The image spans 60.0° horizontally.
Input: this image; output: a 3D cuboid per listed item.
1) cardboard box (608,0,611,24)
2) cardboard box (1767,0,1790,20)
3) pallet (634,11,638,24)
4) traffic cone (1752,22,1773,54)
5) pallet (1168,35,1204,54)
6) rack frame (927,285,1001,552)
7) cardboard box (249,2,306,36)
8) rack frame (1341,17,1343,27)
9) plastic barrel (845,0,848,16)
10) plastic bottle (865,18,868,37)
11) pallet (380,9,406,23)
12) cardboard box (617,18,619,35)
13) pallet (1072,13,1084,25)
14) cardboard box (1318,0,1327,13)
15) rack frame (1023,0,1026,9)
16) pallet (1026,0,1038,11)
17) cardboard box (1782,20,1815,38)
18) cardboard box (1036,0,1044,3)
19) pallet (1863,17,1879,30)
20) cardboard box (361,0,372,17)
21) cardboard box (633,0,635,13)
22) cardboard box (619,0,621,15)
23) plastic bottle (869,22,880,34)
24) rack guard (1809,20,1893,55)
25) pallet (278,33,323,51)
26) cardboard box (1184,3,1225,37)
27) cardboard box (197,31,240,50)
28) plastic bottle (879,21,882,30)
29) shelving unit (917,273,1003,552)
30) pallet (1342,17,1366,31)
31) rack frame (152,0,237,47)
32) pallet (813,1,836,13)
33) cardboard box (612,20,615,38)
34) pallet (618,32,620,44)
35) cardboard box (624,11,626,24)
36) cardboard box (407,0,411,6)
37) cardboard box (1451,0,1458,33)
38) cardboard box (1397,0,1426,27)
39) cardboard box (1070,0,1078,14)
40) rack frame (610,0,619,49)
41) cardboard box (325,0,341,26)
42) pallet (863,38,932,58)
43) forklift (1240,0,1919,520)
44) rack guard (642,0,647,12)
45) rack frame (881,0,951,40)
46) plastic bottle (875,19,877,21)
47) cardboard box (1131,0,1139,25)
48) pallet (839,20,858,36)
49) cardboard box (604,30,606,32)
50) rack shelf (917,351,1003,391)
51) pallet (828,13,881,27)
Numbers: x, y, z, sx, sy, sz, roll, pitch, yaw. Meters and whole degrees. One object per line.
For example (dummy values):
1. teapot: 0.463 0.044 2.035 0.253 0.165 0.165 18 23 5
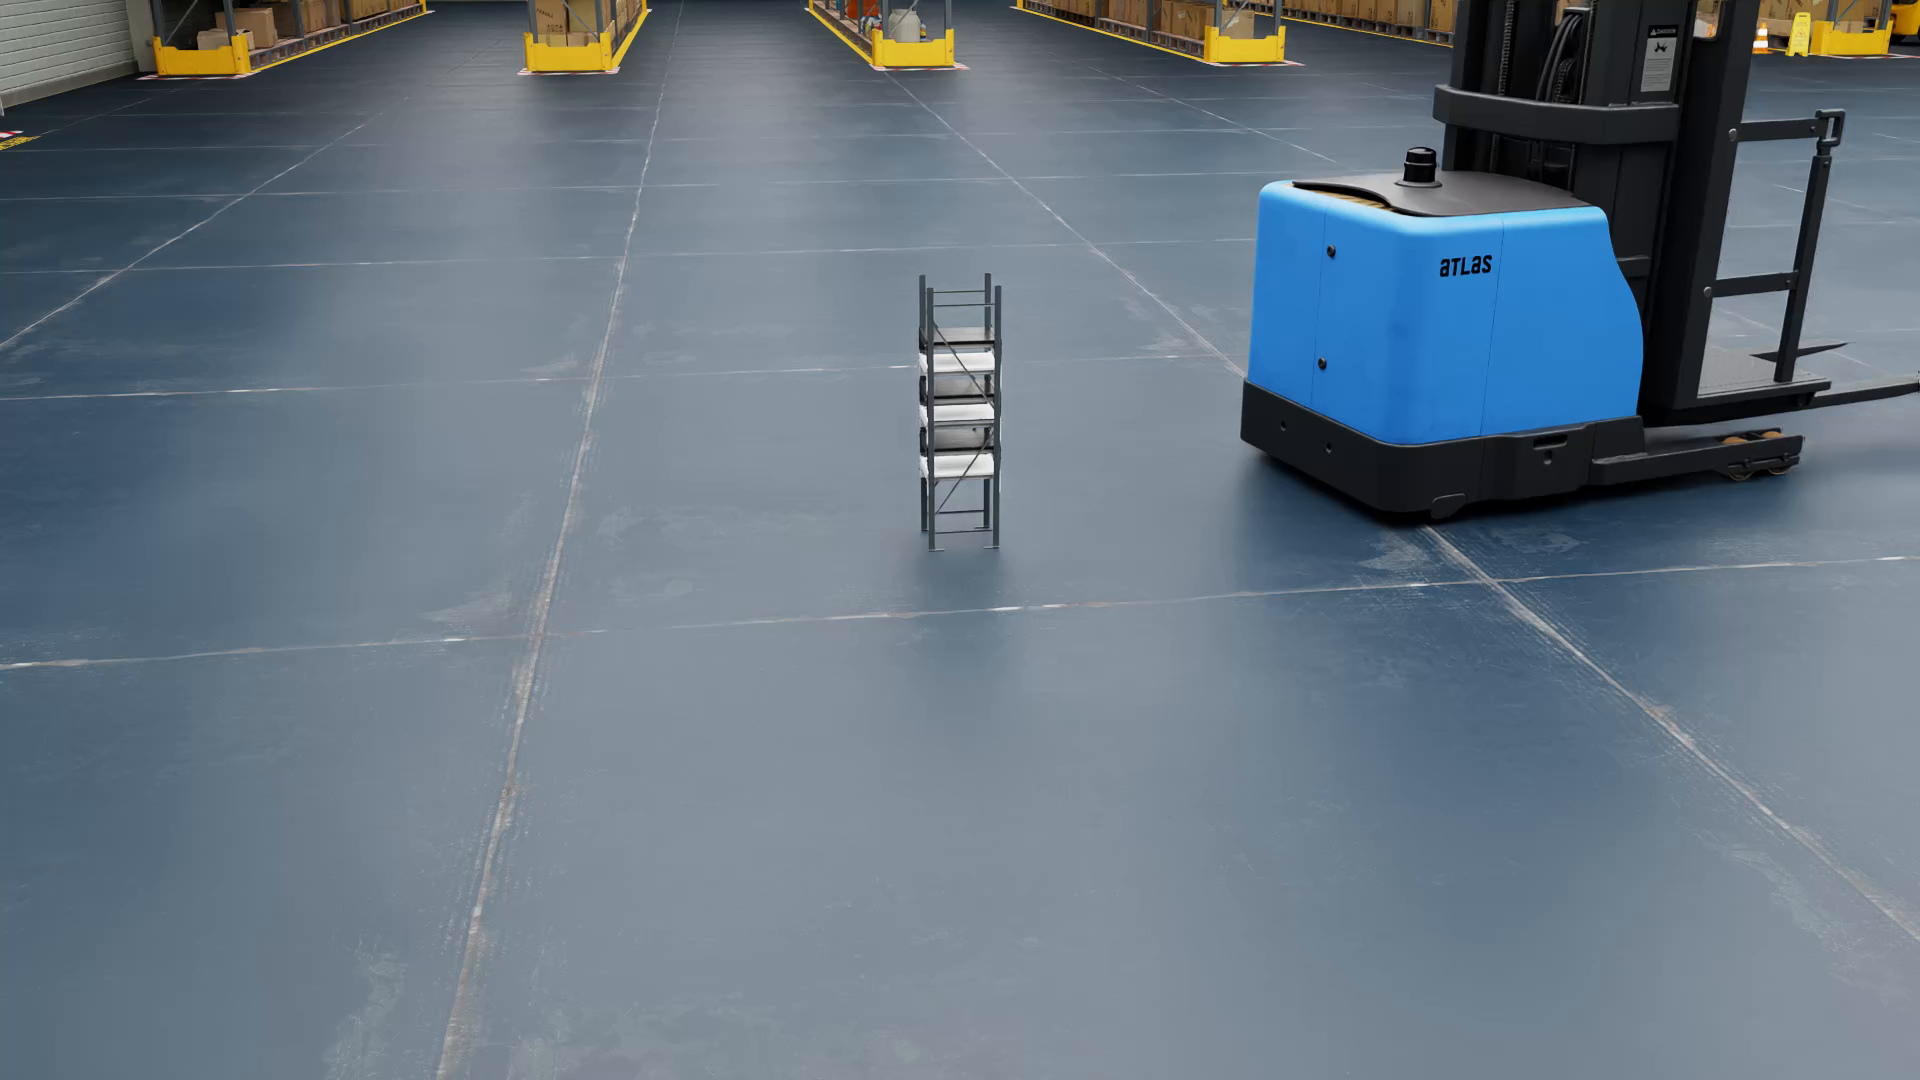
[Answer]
1. cardboard box: -5.688 -8.232 25.727 0.500 0.500 0.500 -3 21 -8
2. cardboard box: 13.627 -8.786 27.211 0.500 0.500 0.500 -2 21 -6
3. pallet: -7.106 -10.652 33.934 1.003 0.211 1.213 -3 21 -8
4. traffic cone: 12.740 -7.977 26.412 0.336 0.463 0.334 -3 21 -8
5. pallet: 4.007 -8.006 26.850 1.003 0.211 1.213 -3 21 -8
6. rack frame: 0.013 -0.389 5.472 0.240 0.900 0.006 -3 21 -8
7. cardboard box: -11.132 -8.506 27.147 0.700 0.500 0.500 -2 21 -6
8. rack frame: 8.042 -11.567 32.397 1.000 3.000 0.127 -3 21 -8
9. plastic barrel: -2.039 -10.492 32.477 0.421 0.512 0.421 0 20 0
10. plastic bottle: -1.490 -8.225 26.705 0.061 0.283 0.133 -2 21 -5
11. pallet: -12.195 -10.948 34.726 1.003 0.211 1.213 -3 21 -8
12. cardboard box: -5.921 -8.529 27.594 0.500 0.250 0.500 -3 21 -9
13. pallet: 2.907 -10.743 34.179 1.003 0.211 1.213 -3 21 -8
14. cardboard box: 7.617 -10.987 33.818 0.500 0.500 0.500 -2 21 -6
15. rack frame: 1.966 -14.121 39.237 1.000 3.000 0.127 -3 21 -8
16. pallet: 2.159 -12.542 38.995 1.003 0.211 1.213 -3 21 -8
17. cardboard box: 13.693 -8.265 26.886 0.500 0.250 0.500 -3 21 -8
18. cardboard box: 2.268 -12.790 38.110 0.875 0.875 0.875 -3 21 -8
19. pallet: 18.090 -10.088 32.424 1.003 0.211 1.213 -3 21 -8
20. cardboard box: -11.682 -10.356 31.630 0.750 0.750 0.750 -3 21 -8
21. cardboard box: -6.771 -10.771 33.212 0.500 0.500 0.500 -3 21 -7
22. cardboard box: -6.064 -9.148 28.450 0.500 0.311 0.500 -4 21 -10
23. plastic bottle: -1.337 -7.964 26.017 0.152 0.276 0.135 -3 21 -7
24. rack guard: 14.068 -7.937 26.251 1.175 0.500 0.348 -3 21 -8
25. pallet: -11.123 -8.180 27.316 1.003 0.211 1.213 -3 21 -8
26. cardboard box: 3.971 -8.443 27.006 0.500 0.500 0.500 -5 21 -13
27. cardboard box: -10.443 -7.023 23.446 0.500 0.311 0.500 -5 21 -14
28. plastic bottle: -1.231 -7.973 26.030 0.061 0.283 0.133 -3 21 -8
29. shelving unit: -0.001 -0.424 5.566 0.258 0.900 0.210 -3 21 -8
30. pallet: 8.081 -9.983 32.144 1.003 0.211 1.213 -3 21 -8
31. rack frame: -10.433 -7.832 22.399 1.000 3.000 0.127 -3 21 -8
32. pallet: -2.855 -12.278 38.287 1.003 0.211 1.213 -3 21 -8
33. cardboard box: -5.825 -8.227 26.786 0.500 0.250 0.500 -3 21 -8
34. pallet: -6.253 -8.415 27.945 1.003 0.211 1.213 -3 21 -8
35. cardboard box: -6.289 -9.414 29.963 0.500 0.250 0.500 -3 21 -8
36. cardboard box: -12.467 -11.987 36.495 0.700 0.500 0.500 -3 21 -8
37. cardboard box: 8.774 -8.850 27.560 0.875 0.875 0.875 -3 21 -7
38. cardboard box: 8.440 -9.535 29.573 1.050 0.750 0.750 -3 21 -8
39. cardboard box: 2.919 -11.102 33.590 1.225 0.875 0.875 -3 21 -8
40. rack frame: -6.108 -9.468 26.779 1.000 3.000 0.127 -3 21 -8
41. cardboard box: -11.430 -9.390 29.515 0.700 0.500 0.500 -3 21 -7
42. pallet: -0.971 -7.752 26.171 1.003 0.211 1.213 -3 21 -8
43. forklift: 2.679 -1.759 6.236 3.031 2.935 1.130 -8 22 -21
44. rack guard: -7.827 -12.426 38.270 1.175 0.500 0.348 -3 21 -8
45. rack frame: -0.629 -8.332 23.736 1.000 3.000 0.127 -3 21 -8
46. plastic bottle: -1.359 -8.300 26.922 0.097 0.271 0.097 0 20 0
47. cardboard box: 3.497 -9.575 30.009 0.700 0.500 0.500 -5 21 -12
48. pallet: -1.709 -9.525 30.917 1.003 0.211 1.213 -3 21 -8
49. cardboard box: -5.464 -7.362 24.469 0.500 0.250 0.500 -3 21 -8
50. rack shelf: -0.001 -0.562 5.515 0.258 0.077 0.200 -3 21 -8
51. pallet: -2.110 -10.488 33.494 1.003 0.211 1.213 -3 21 -8
